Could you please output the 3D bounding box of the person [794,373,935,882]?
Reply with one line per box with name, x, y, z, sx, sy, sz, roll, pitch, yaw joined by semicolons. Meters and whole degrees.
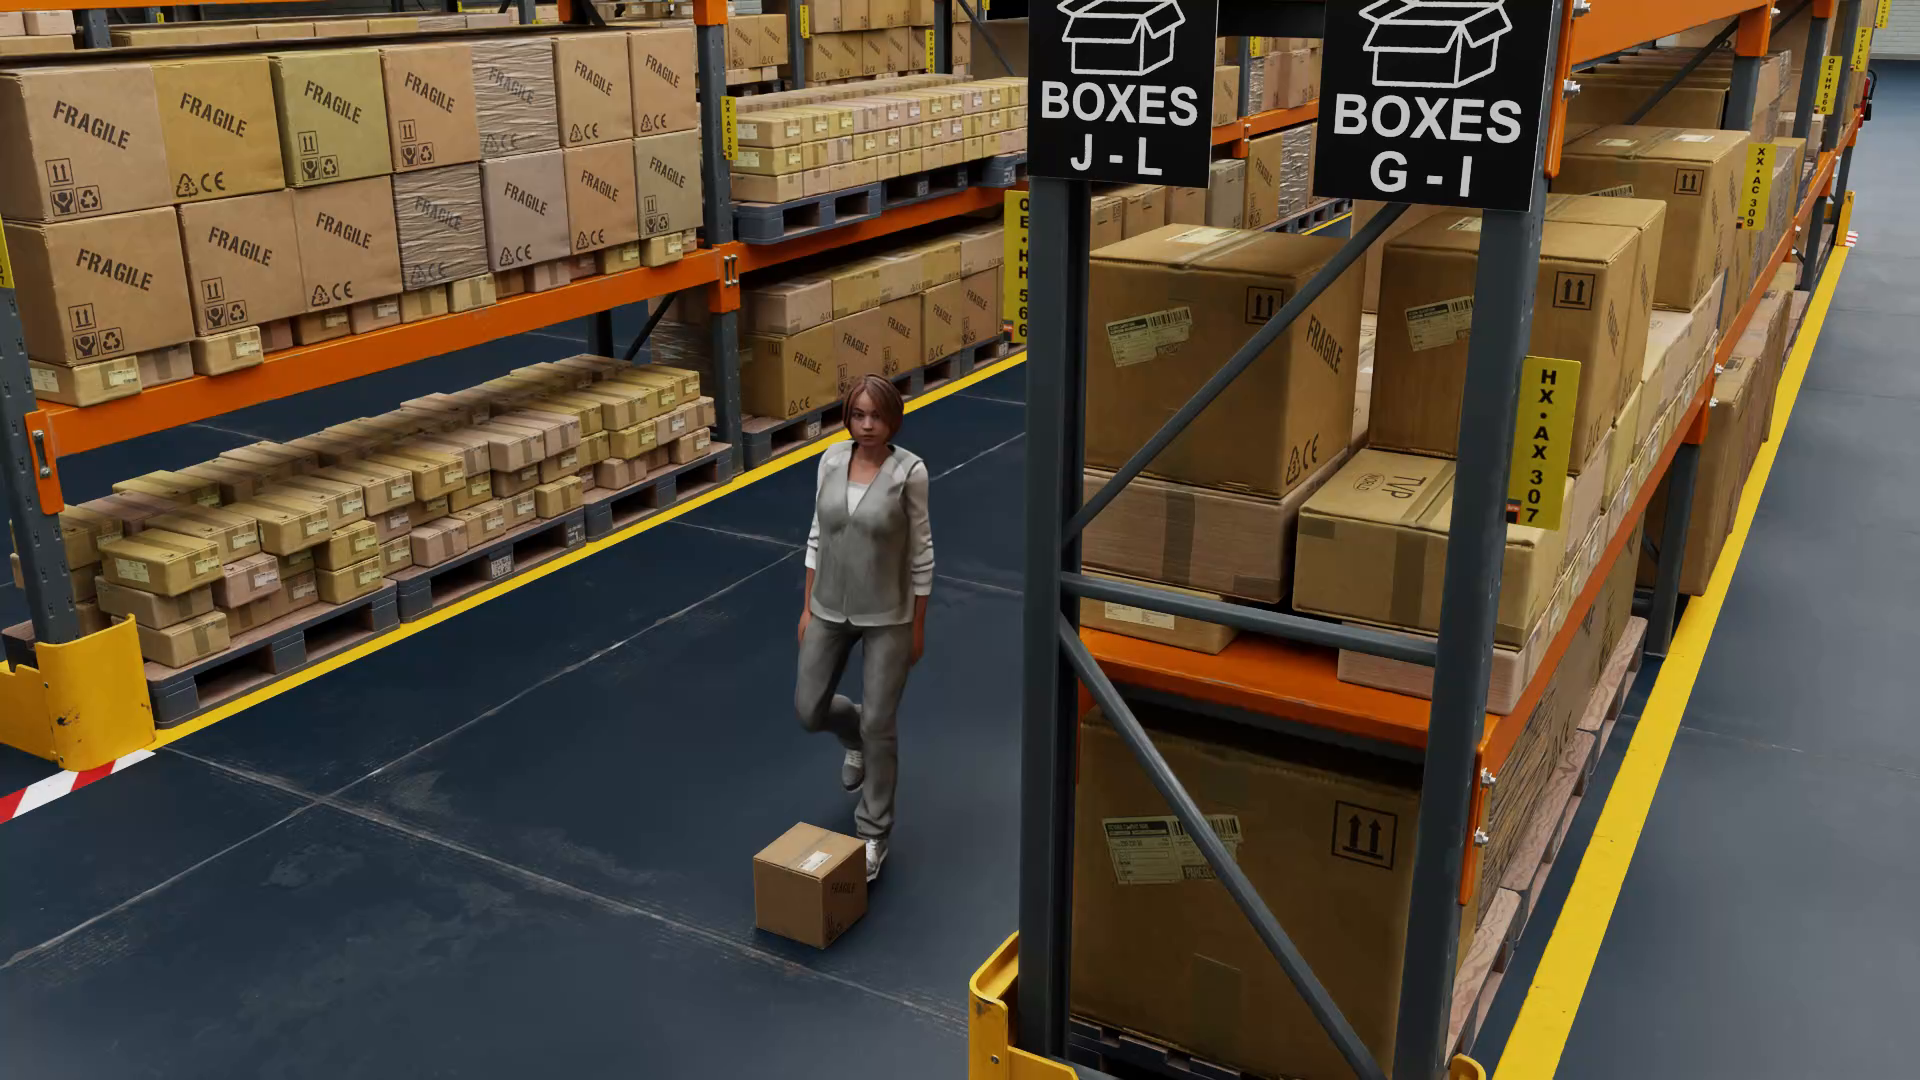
person;-0.309;0.254;5.321;0.440;1.589;0.646;7;21;19
